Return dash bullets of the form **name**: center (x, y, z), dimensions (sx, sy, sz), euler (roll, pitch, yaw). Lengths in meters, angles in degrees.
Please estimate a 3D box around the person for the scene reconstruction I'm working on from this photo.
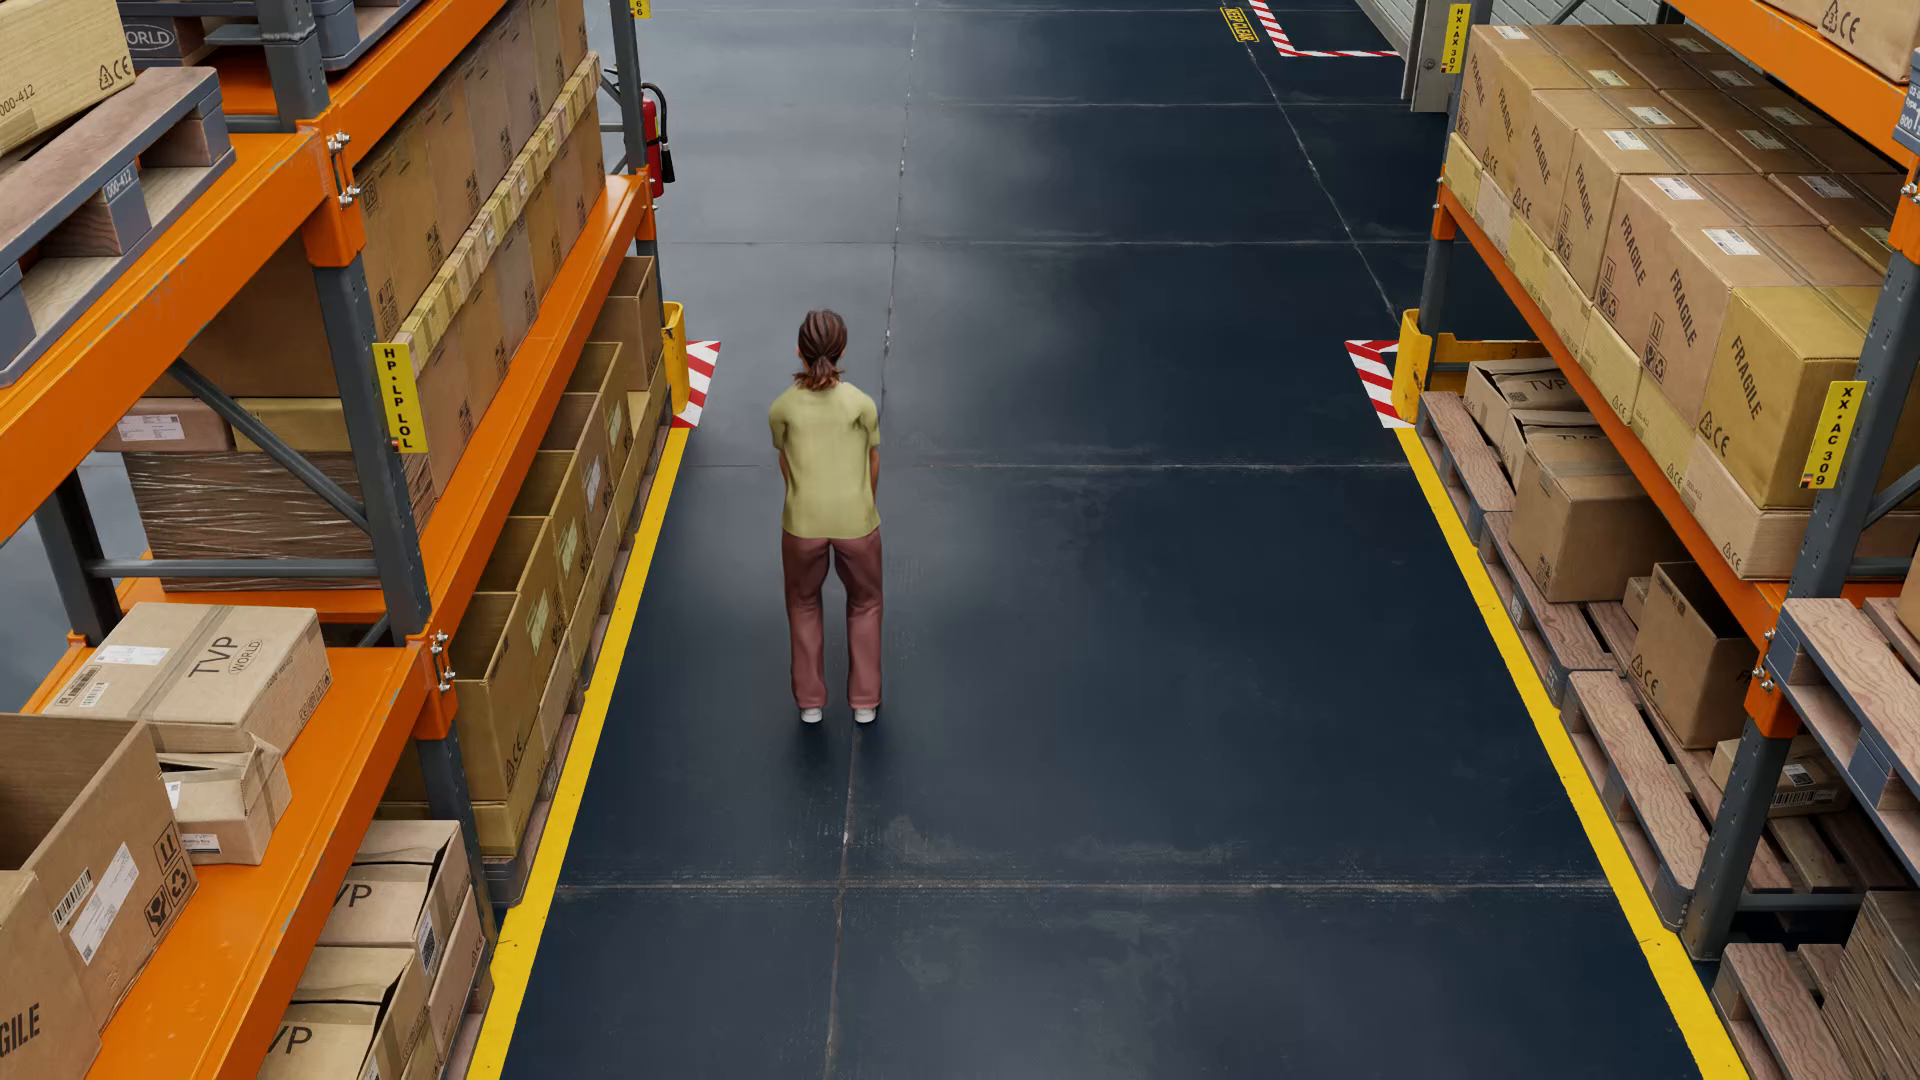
- **person**: center (-0.496, -0.093, 6.305), dimensions (0.408, 1.663, 0.514), euler (-1, 32, -2)
